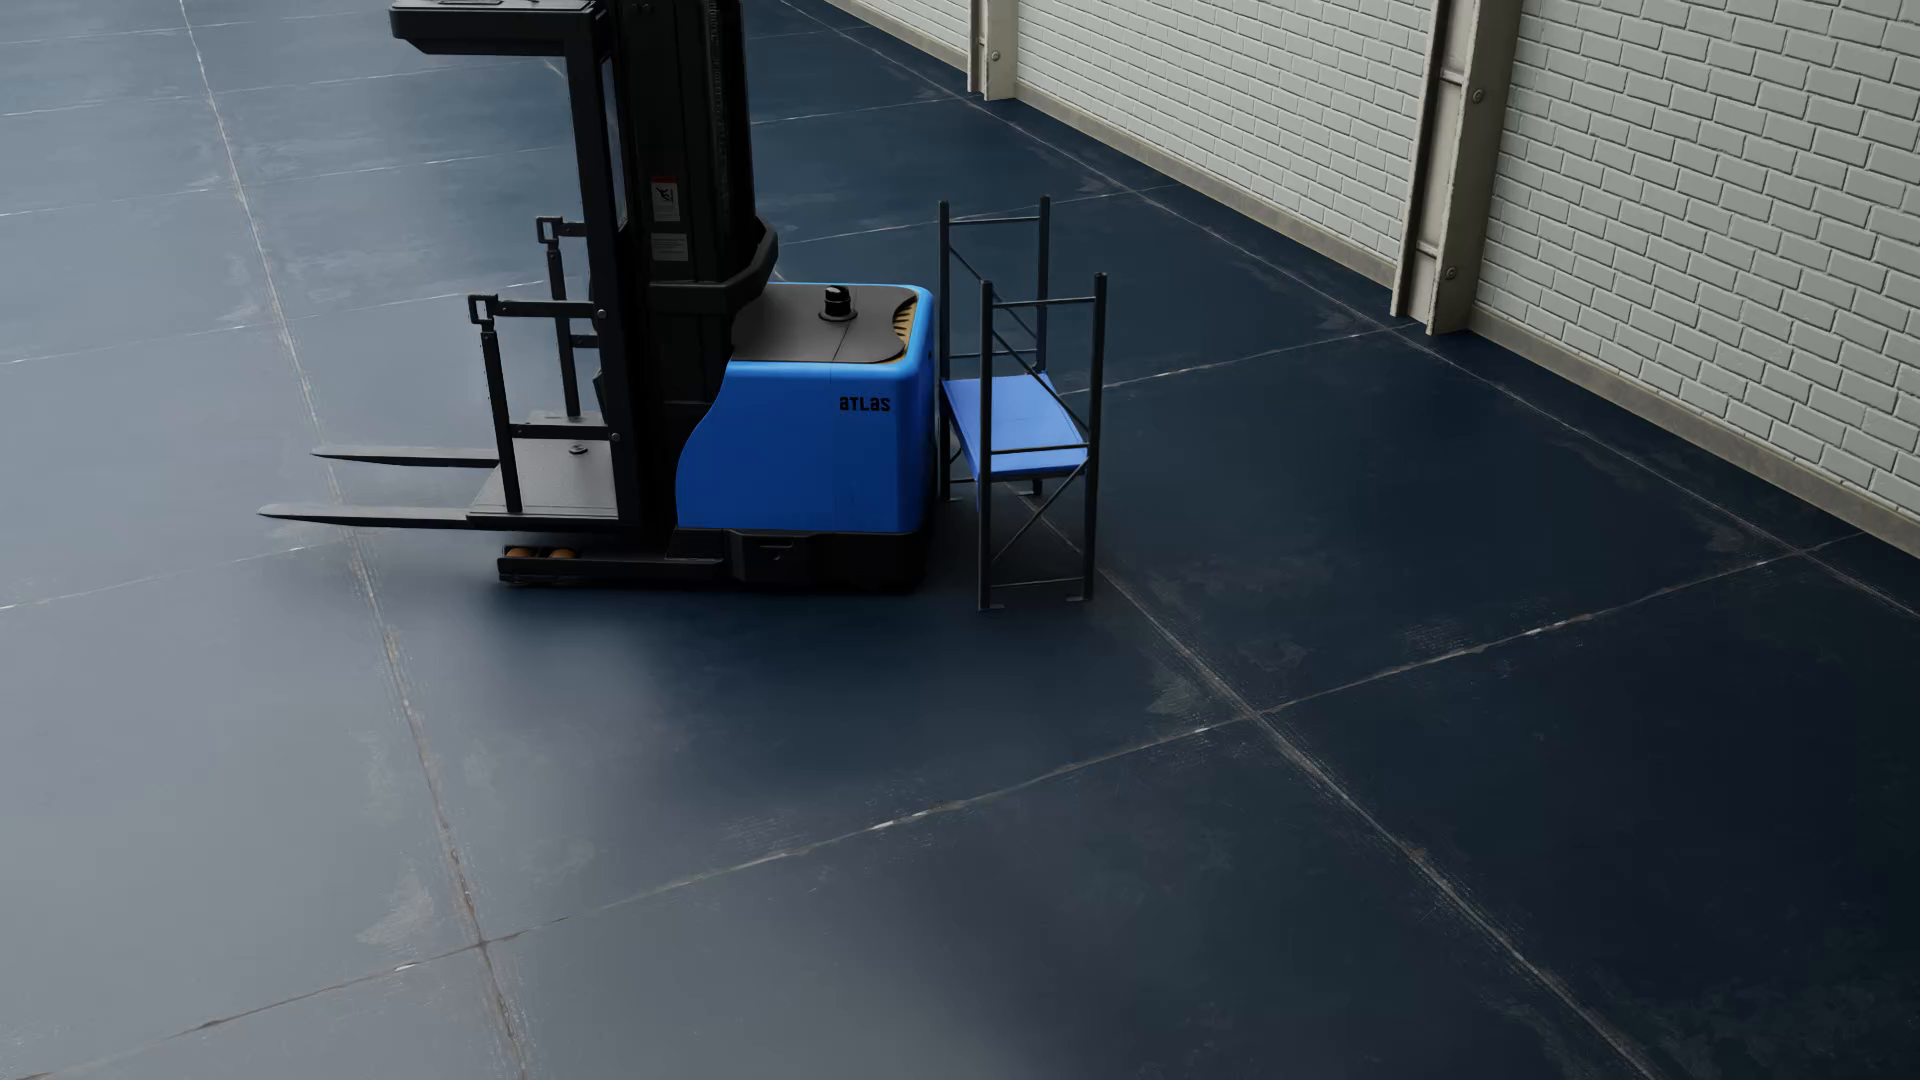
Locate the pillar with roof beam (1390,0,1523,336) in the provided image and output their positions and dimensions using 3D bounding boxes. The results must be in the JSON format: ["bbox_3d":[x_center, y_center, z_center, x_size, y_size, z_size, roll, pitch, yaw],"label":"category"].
[{"bbox_3d":[-1.022,-4.359,6.324,9.100,9.000,0.400,-13,32,-22],"label":"pillar with roof beam"}]

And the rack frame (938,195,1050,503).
[{"bbox_3d":[0.153,-0.863,7.756,0.500,1.500,0.032,-5,30,-9],"label":"rack frame"}]

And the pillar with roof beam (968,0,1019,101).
[{"bbox_3d":[-3.598,-7.010,11.050,9.100,9.000,0.400,-13,32,-22],"label":"pillar with roof beam"}]

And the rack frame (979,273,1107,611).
[{"bbox_3d":[0.330,-0.374,6.883,0.500,1.500,0.032,-5,30,-9],"label":"rack frame"}]

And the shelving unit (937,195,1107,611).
[{"bbox_3d":[0.242,-0.619,7.320,0.538,1.500,1.048,-5,30,-9],"label":"shelving unit"}]

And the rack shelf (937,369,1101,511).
[{"bbox_3d":[0.242,-0.462,7.408,0.538,0.185,1.000,-5,30,-9],"label":"rack shelf"}]

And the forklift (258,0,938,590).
[{"bbox_3d":[-1.644,-1.325,7.116,3.031,2.935,1.130,2,29,3],"label":"forklift"}]
